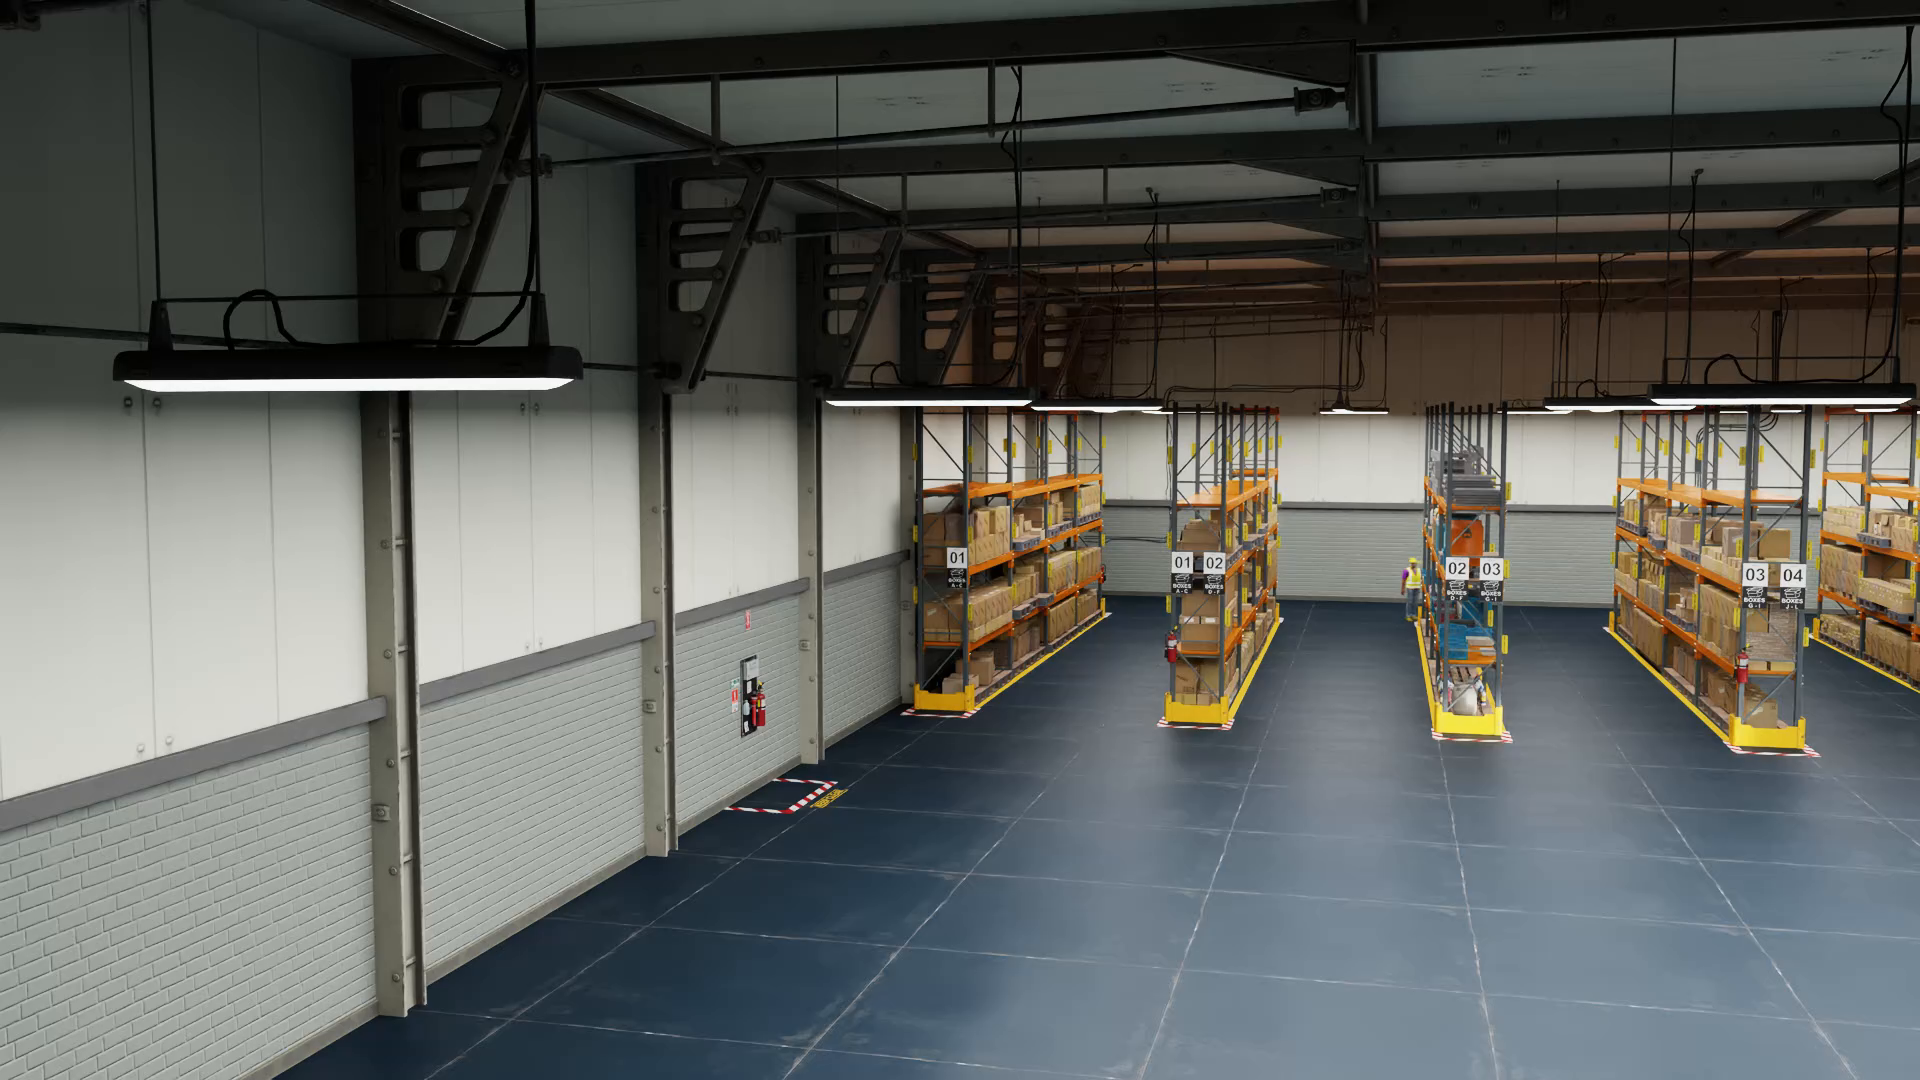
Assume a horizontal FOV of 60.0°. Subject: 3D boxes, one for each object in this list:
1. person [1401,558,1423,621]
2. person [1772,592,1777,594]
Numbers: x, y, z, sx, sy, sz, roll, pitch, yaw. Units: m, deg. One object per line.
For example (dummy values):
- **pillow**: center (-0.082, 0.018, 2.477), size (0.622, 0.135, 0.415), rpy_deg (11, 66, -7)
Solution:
- **person**: center (12.787, 1.386, 46.765), size (0.661, 1.778, 0.400), rpy_deg (-1, 4, -14)
- **person**: center (21.116, 1.677, 43.498), size (0.491, 1.603, 1.073), rpy_deg (4, 6, 44)
